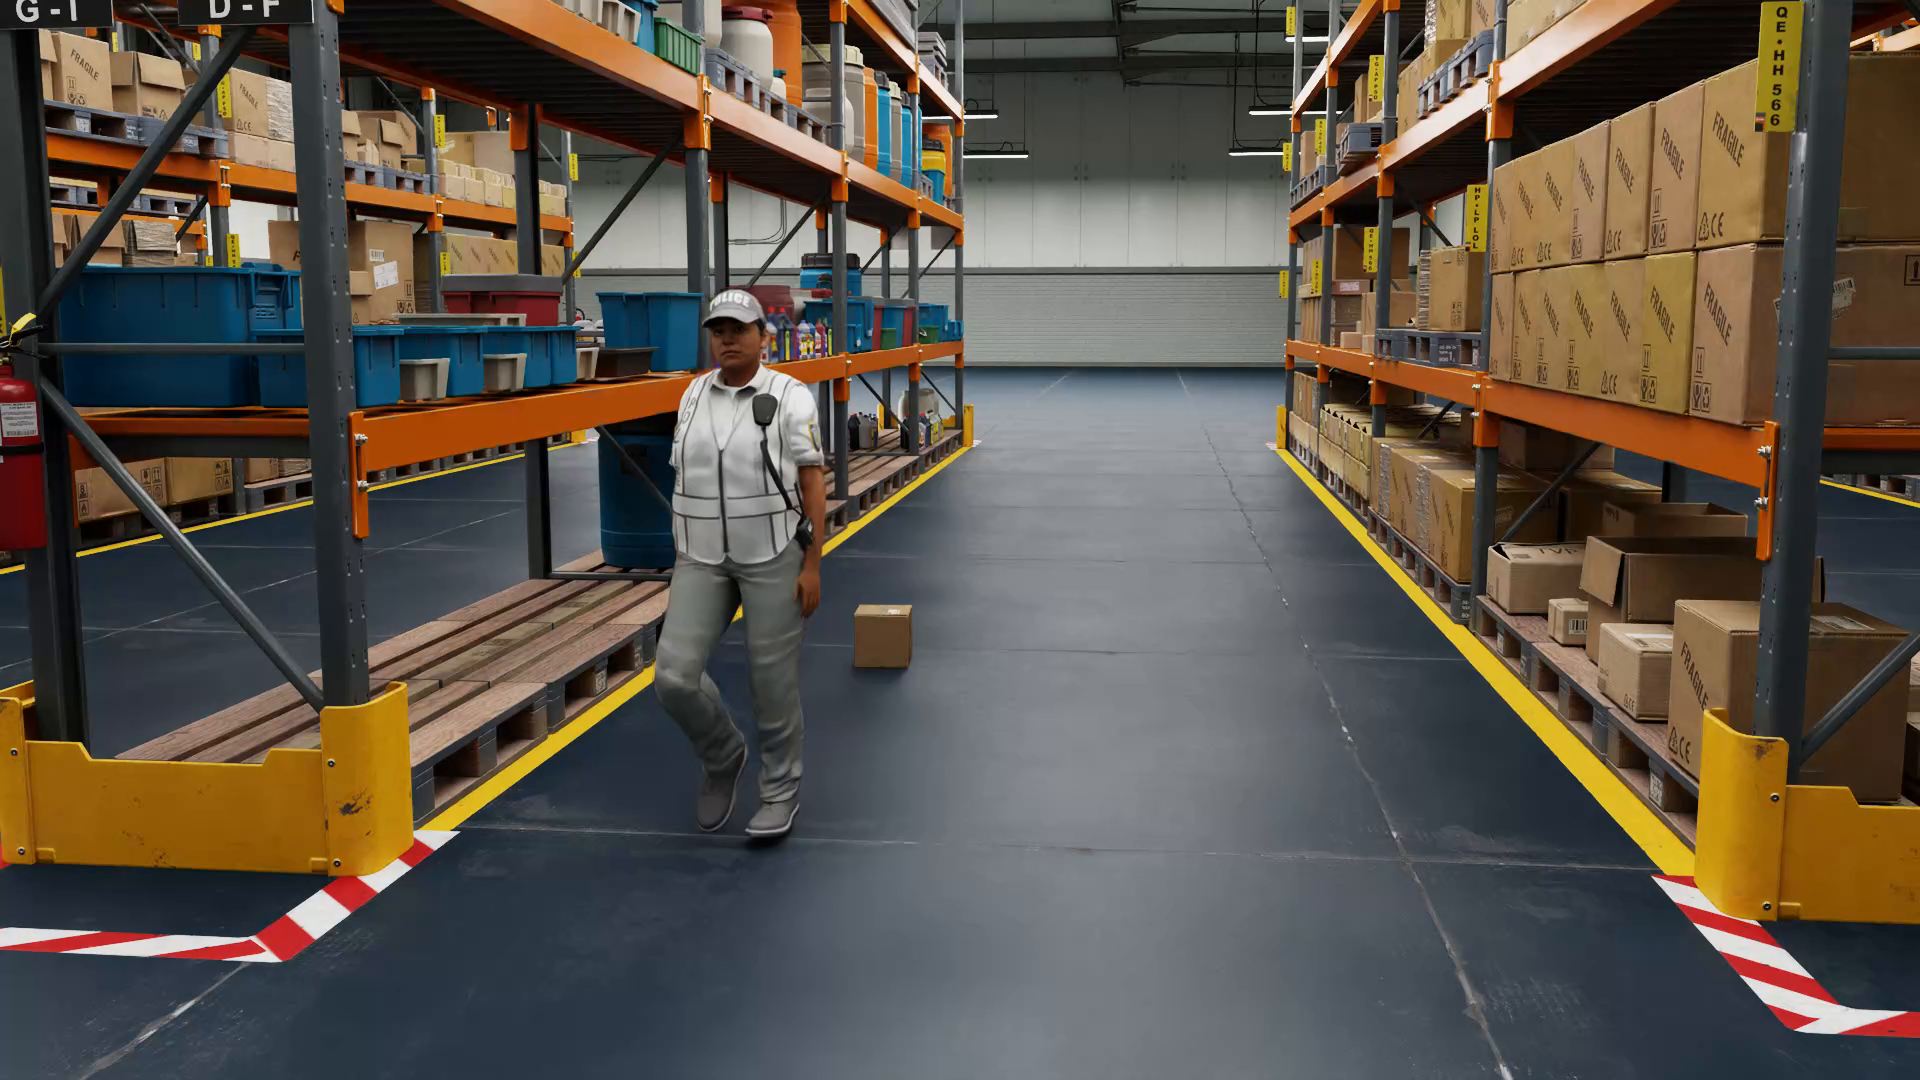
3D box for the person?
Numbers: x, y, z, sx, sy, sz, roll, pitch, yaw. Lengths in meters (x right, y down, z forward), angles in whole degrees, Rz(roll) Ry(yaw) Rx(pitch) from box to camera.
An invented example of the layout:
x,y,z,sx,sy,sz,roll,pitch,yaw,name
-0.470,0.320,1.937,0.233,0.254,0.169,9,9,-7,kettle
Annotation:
x,y,z,sx,sy,sz,roll,pitch,yaw,name
-0.657,0.090,5.041,0.499,1.681,0.450,1,8,10,person
